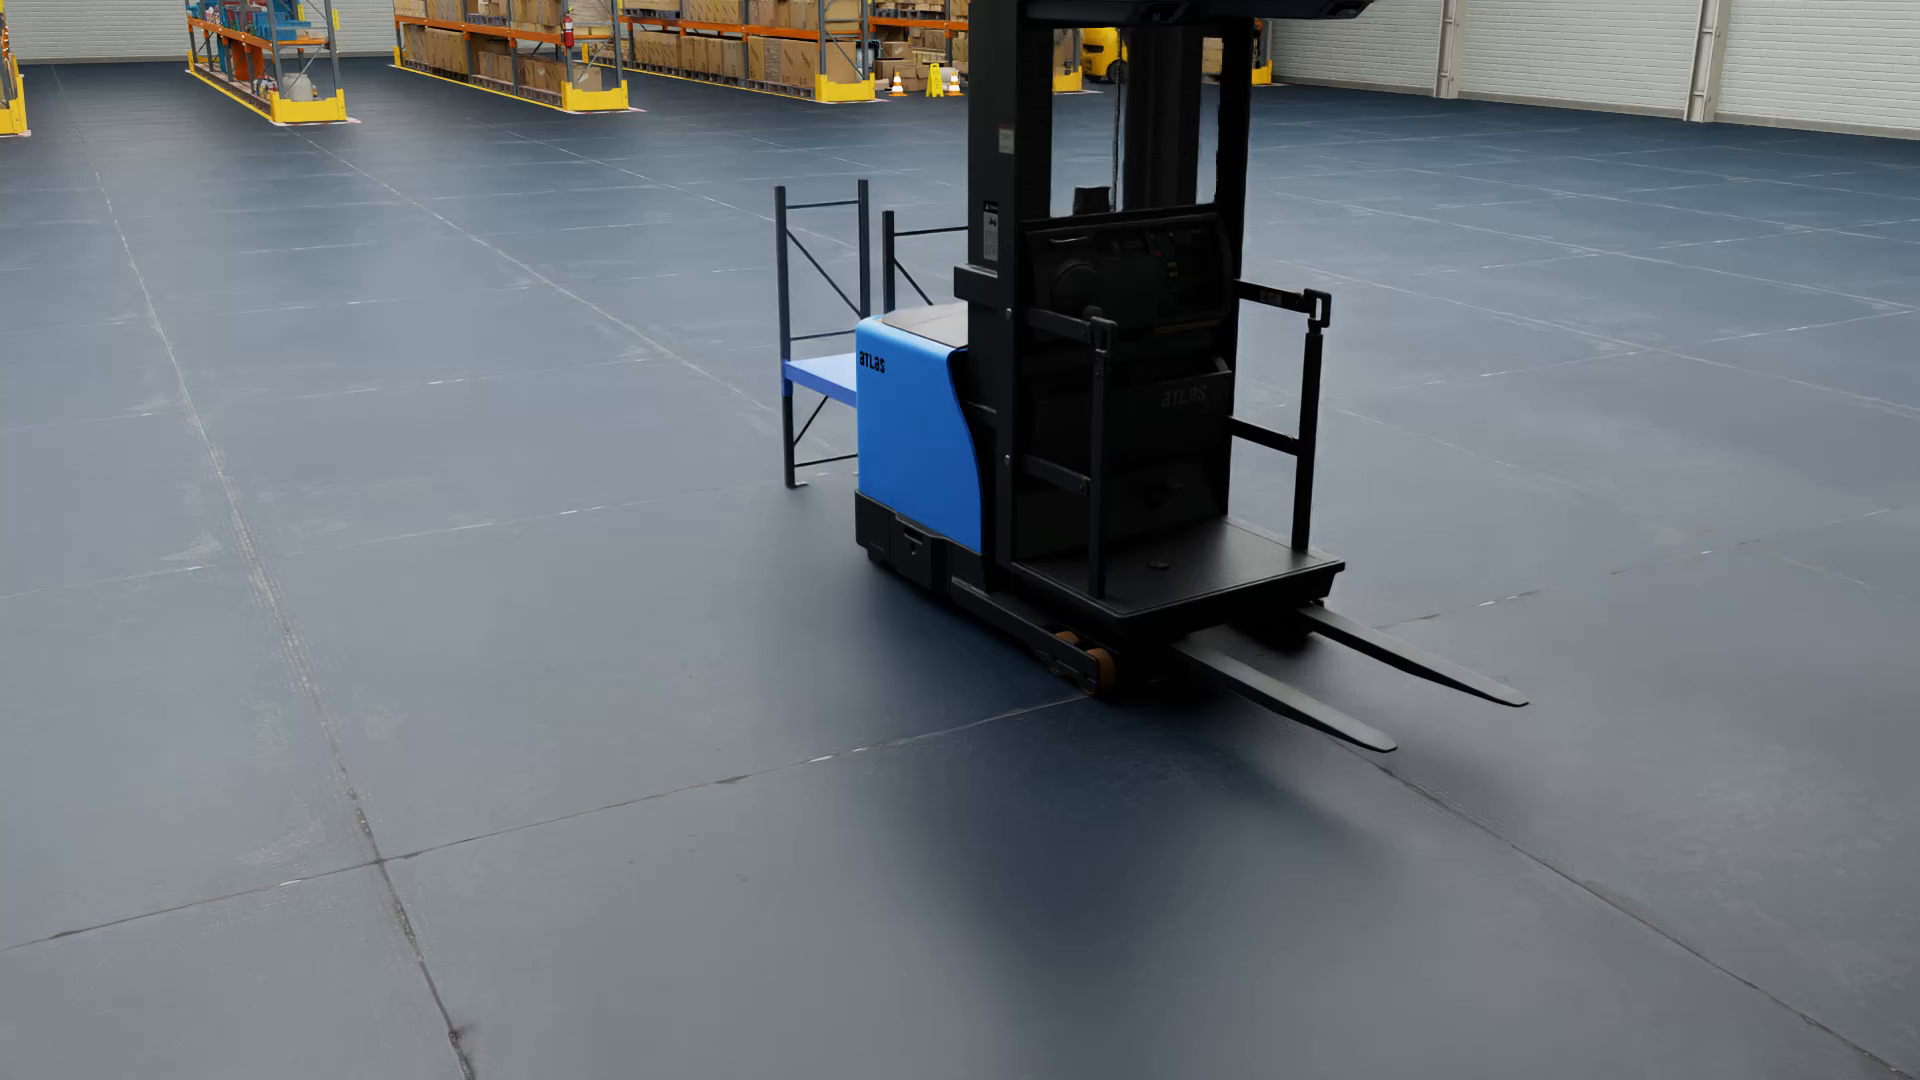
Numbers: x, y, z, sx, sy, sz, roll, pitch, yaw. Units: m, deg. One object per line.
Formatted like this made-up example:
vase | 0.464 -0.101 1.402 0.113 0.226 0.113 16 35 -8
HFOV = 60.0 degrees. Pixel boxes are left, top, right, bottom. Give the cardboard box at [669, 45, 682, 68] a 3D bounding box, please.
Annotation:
cardboard box | -6.608 -11.547 39.683 0.500 0.500 0.500 -10 21 -27

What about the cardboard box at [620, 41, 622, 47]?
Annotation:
cardboard box | -8.643 -12.861 43.119 0.380 0.149 0.250 -10 22 -27

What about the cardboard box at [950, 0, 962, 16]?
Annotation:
cardboard box | 0.106 -12.047 37.336 0.500 0.500 0.500 -10 21 -27

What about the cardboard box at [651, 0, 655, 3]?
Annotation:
cardboard box | -7.190 -12.968 39.900 0.380 0.149 0.250 -10 21 -27

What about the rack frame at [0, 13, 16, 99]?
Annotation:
rack frame | -19.198 -10.109 32.328 1.000 3.000 0.127 -10 21 -27

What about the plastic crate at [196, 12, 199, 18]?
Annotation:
plastic crate | -17.828 -12.380 39.223 0.293 0.136 0.466 -10 21 -27

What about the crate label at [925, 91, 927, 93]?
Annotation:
crate label | -0.541 -9.397 34.655 0.298 0.136 0.250 11 22 30

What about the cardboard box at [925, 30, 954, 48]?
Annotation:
cardboard box | -0.610 -14.819 49.166 0.700 0.500 0.500 -9 21 -24

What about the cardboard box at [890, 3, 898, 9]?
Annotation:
cardboard box | -1.459 -12.880 40.102 0.380 0.149 0.250 -10 21 -26

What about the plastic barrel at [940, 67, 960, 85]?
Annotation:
plastic barrel | -0.271 -10.021 36.023 0.512 0.421 0.421 4 19 11

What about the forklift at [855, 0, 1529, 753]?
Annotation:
forklift | 0.757 -1.002 6.043 1.130 2.935 3.031 -12 22 -31

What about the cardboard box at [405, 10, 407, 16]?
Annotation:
cardboard box | -13.786 -13.298 41.956 0.380 0.149 0.250 -10 22 -27

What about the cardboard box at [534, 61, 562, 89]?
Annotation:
cardboard box | -8.145 -9.226 32.959 0.500 0.500 0.500 -3 19 -9

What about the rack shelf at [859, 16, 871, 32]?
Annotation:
rack shelf | -2.706 -13.411 43.001 1.077 0.370 4.000 -10 21 -27

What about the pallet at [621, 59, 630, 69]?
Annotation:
pallet | -8.314 -12.399 43.239 1.003 0.211 1.213 -10 21 -27

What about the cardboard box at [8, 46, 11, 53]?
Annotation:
cardboard box | -22.522 -11.314 38.977 0.500 0.500 0.500 -10 21 -27

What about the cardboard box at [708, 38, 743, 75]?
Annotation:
cardboard box | -4.994 -10.810 37.165 1.050 0.750 0.750 -10 21 -27

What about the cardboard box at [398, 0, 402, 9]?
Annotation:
cardboard box | -14.034 -13.680 42.453 0.500 0.250 0.500 -10 22 -27

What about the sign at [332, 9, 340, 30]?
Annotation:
sign | -10.552 -8.793 28.091 0.100 0.325 0.005 -10 21 -27

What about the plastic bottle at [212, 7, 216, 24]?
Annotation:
plastic bottle | -16.137 -11.373 36.068 0.144 0.351 0.185 -10 21 -27

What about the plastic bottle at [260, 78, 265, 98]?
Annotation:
plastic bottle | -12.628 -8.210 30.212 0.144 0.351 0.185 -10 21 -27

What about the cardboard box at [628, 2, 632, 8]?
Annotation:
cardboard box | -8.045 -13.346 41.452 0.380 0.149 0.250 -10 21 -26

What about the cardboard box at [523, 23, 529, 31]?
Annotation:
cardboard box | -8.281 -9.977 32.331 0.380 0.149 0.250 -10 21 -27

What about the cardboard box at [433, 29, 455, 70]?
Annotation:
cardboard box | -11.631 -11.547 39.111 1.225 0.875 0.875 -11 22 -29

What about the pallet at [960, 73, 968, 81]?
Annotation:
pallet | 0.493 -10.523 37.804 1.003 0.211 1.213 -10 21 -27

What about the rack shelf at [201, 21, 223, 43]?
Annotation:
rack shelf | -15.787 -11.109 36.329 1.077 0.370 4.000 -10 21 -27

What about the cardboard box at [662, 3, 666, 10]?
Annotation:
cardboard box | -6.820 -12.603 39.298 0.380 0.149 0.250 -10 21 -27

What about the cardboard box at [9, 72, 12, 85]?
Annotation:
cardboard box | -17.276 -8.281 29.744 0.500 0.311 0.500 -10 21 -26

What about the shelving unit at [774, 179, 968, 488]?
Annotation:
shelving unit | -0.392 -0.881 7.886 0.538 1.500 1.048 -12 22 -31

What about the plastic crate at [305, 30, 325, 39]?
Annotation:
plastic crate | -11.180 -8.760 28.825 0.298 0.136 0.250 -10 21 -27

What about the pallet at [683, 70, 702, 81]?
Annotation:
pallet | -5.757 -10.825 38.679 1.003 0.211 1.213 -10 21 -27

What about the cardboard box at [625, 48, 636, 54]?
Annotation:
cardboard box | -8.394 -12.562 42.709 0.380 0.149 0.250 -10 21 -26

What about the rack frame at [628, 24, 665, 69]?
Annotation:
rack frame | -7.964 -13.529 42.242 1.000 3.000 0.127 -10 21 -27

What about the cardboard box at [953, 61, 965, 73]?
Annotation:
cardboard box | 0.185 -10.716 37.660 0.500 0.250 0.500 -11 22 -29

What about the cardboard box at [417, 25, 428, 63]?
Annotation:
cardboard box | -13.048 -12.445 41.711 0.875 0.875 0.875 -10 21 -27

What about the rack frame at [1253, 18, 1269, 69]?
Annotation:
rack frame | 6.409 -11.650 36.796 1.000 3.000 0.127 -10 21 -27

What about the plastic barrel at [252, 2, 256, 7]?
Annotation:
plastic barrel | -14.161 -10.665 33.770 0.421 0.512 0.421 0 19 0

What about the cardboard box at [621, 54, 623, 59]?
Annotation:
cardboard box | -8.683 -12.594 43.256 0.380 0.149 0.250 -11 22 -28

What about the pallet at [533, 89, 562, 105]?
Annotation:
pallet | -7.645 -8.638 32.340 1.003 0.211 1.213 -10 21 -27

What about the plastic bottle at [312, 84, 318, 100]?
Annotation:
plastic bottle | -11.625 -8.065 29.914 0.097 0.271 0.097 0 19 0

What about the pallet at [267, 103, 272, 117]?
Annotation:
pallet | -11.497 -7.509 29.068 1.003 0.211 1.213 -10 21 -27

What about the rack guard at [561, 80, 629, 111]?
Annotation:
rack guard | -6.715 -8.186 30.587 1.175 0.500 0.348 -10 21 -27

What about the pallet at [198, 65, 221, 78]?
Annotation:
pallet | -17.703 -11.261 39.941 1.003 0.211 1.213 -10 21 -27

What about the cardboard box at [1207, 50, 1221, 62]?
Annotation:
cardboard box | 5.903 -10.877 37.359 0.500 0.250 0.500 -10 22 -27

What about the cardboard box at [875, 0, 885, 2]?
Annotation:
cardboard box | -1.747 -13.398 40.608 0.500 0.500 0.500 -11 22 -28

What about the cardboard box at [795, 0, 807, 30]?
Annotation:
cardboard box | -2.763 -10.410 32.970 0.875 0.550 0.550 -10 21 -27

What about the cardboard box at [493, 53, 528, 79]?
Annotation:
cardboard box | -9.592 -10.160 35.635 0.700 0.500 0.500 -8 21 -22
